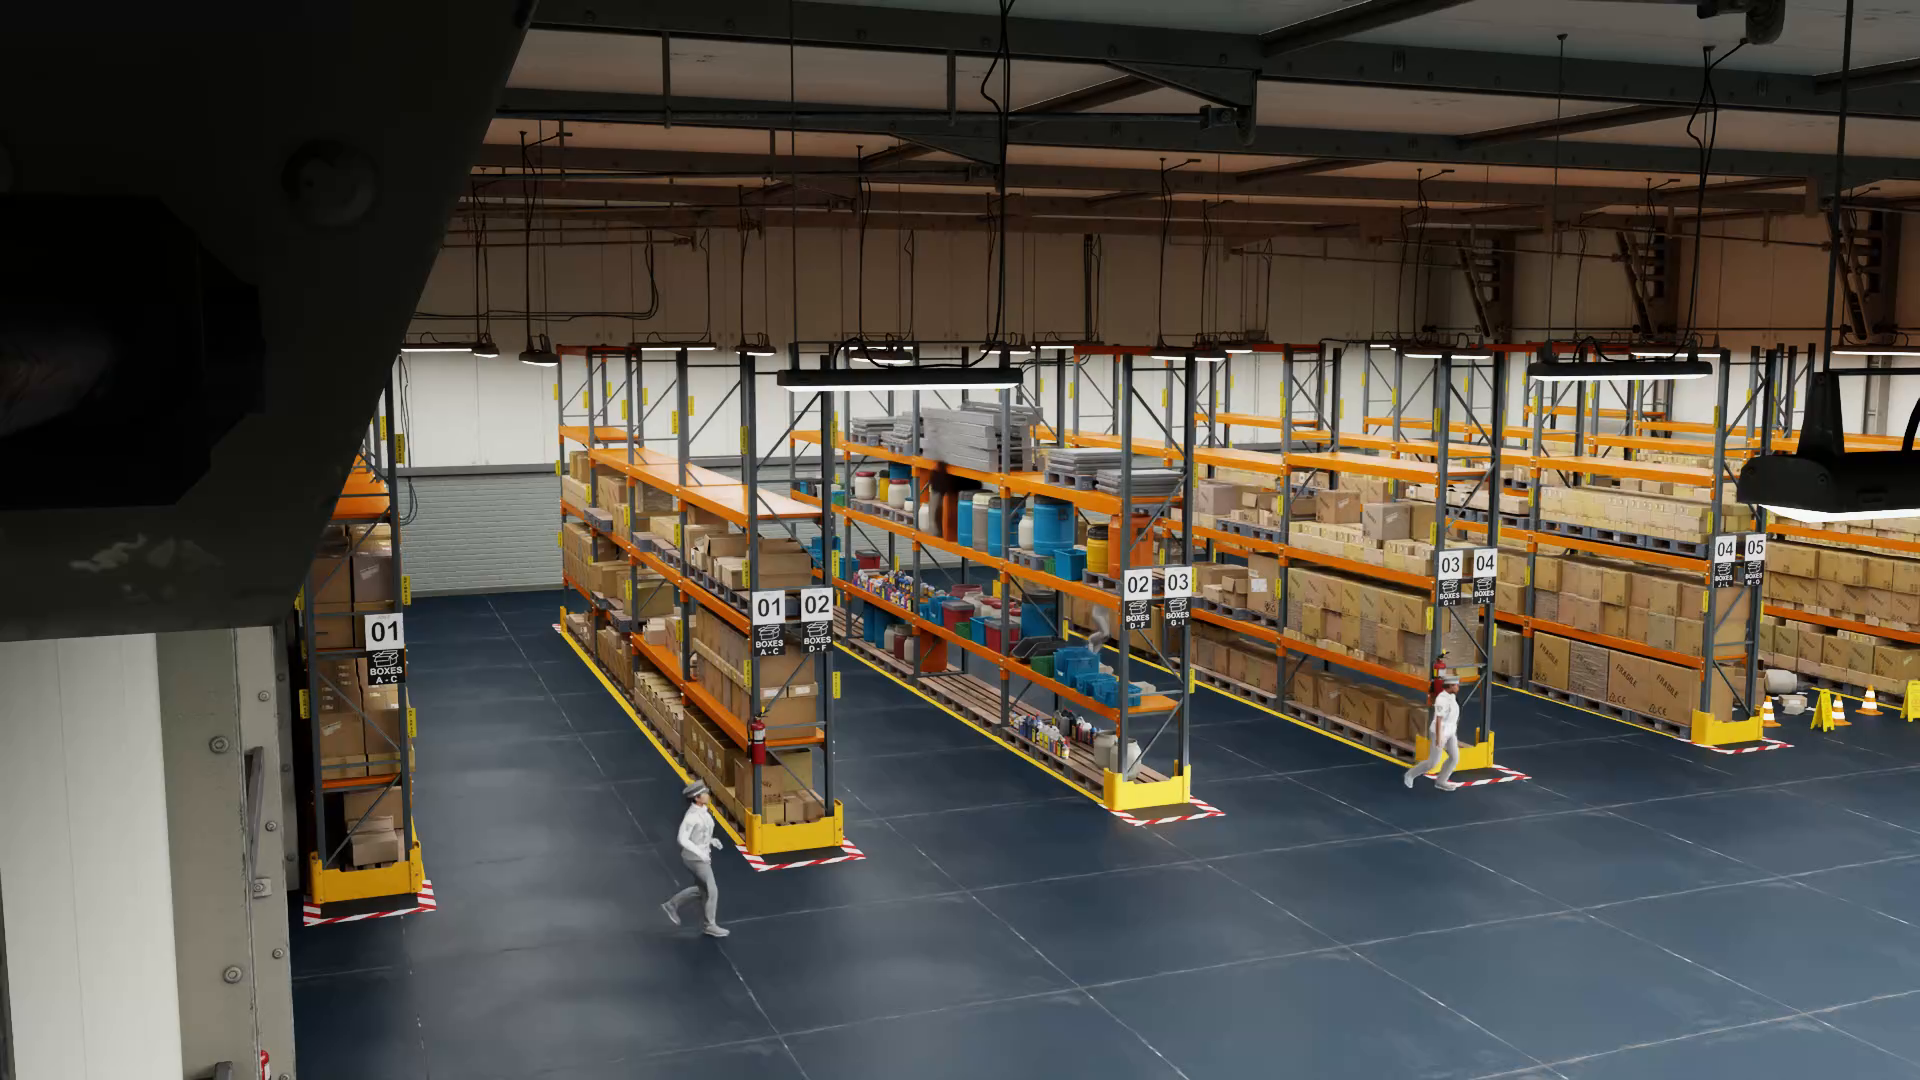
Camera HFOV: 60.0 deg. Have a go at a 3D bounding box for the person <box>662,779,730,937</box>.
[{"bbox_3d":[-2.783,3.317,17.321,0.726,1.689,0.635,0,7,1],"label":"person"}]

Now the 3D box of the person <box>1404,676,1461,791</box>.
[{"bbox_3d":[6.468,2.644,22.793,0.636,1.613,0.658,7,10,43],"label":"person"}]

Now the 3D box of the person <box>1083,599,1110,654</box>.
[{"bbox_3d":[2.594,1.426,30.230,0.541,1.600,0.686,-6,9,-38],"label":"person"}]
